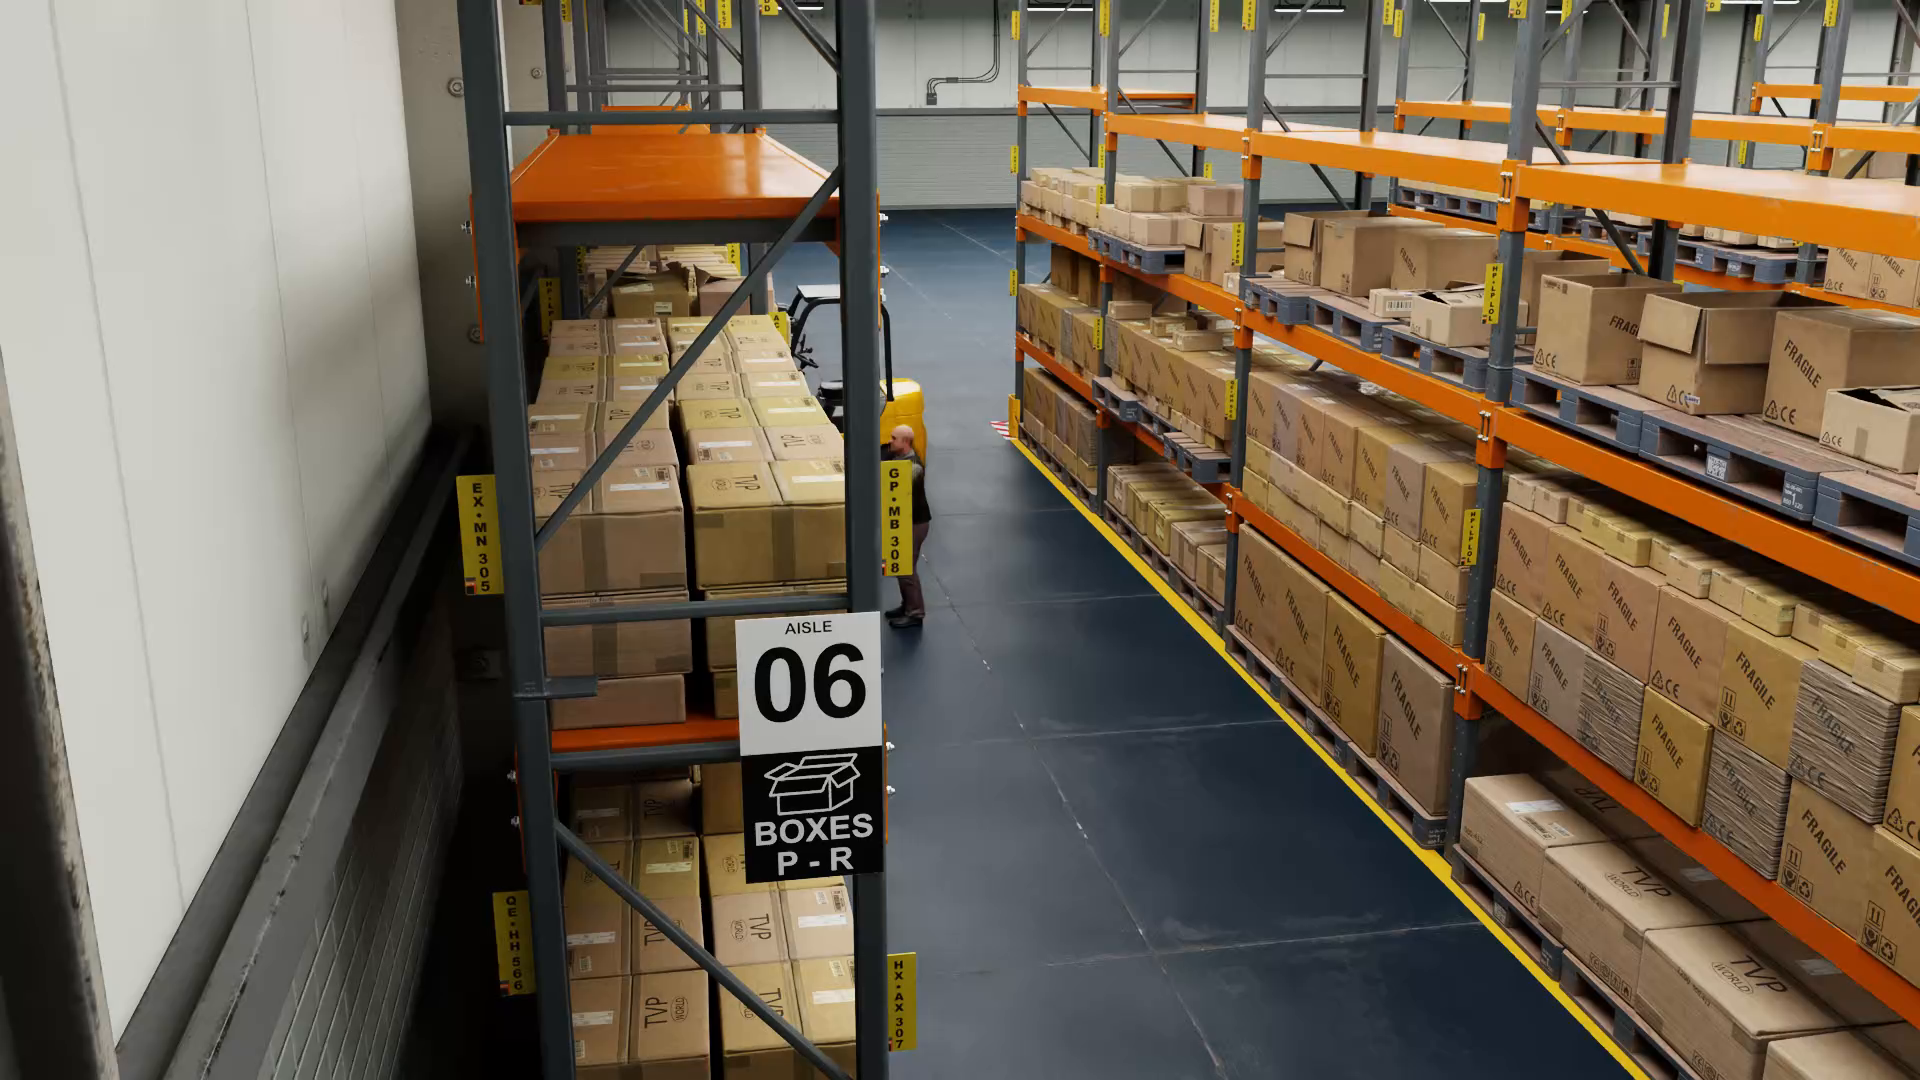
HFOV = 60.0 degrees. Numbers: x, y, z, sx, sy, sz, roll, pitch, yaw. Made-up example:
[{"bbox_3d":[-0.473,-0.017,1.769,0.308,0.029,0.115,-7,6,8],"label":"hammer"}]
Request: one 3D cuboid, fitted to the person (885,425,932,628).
[{"bbox_3d":[-0.529,-0.123,14.014,0.558,1.720,0.494,-3,17,-11],"label":"person"}]
